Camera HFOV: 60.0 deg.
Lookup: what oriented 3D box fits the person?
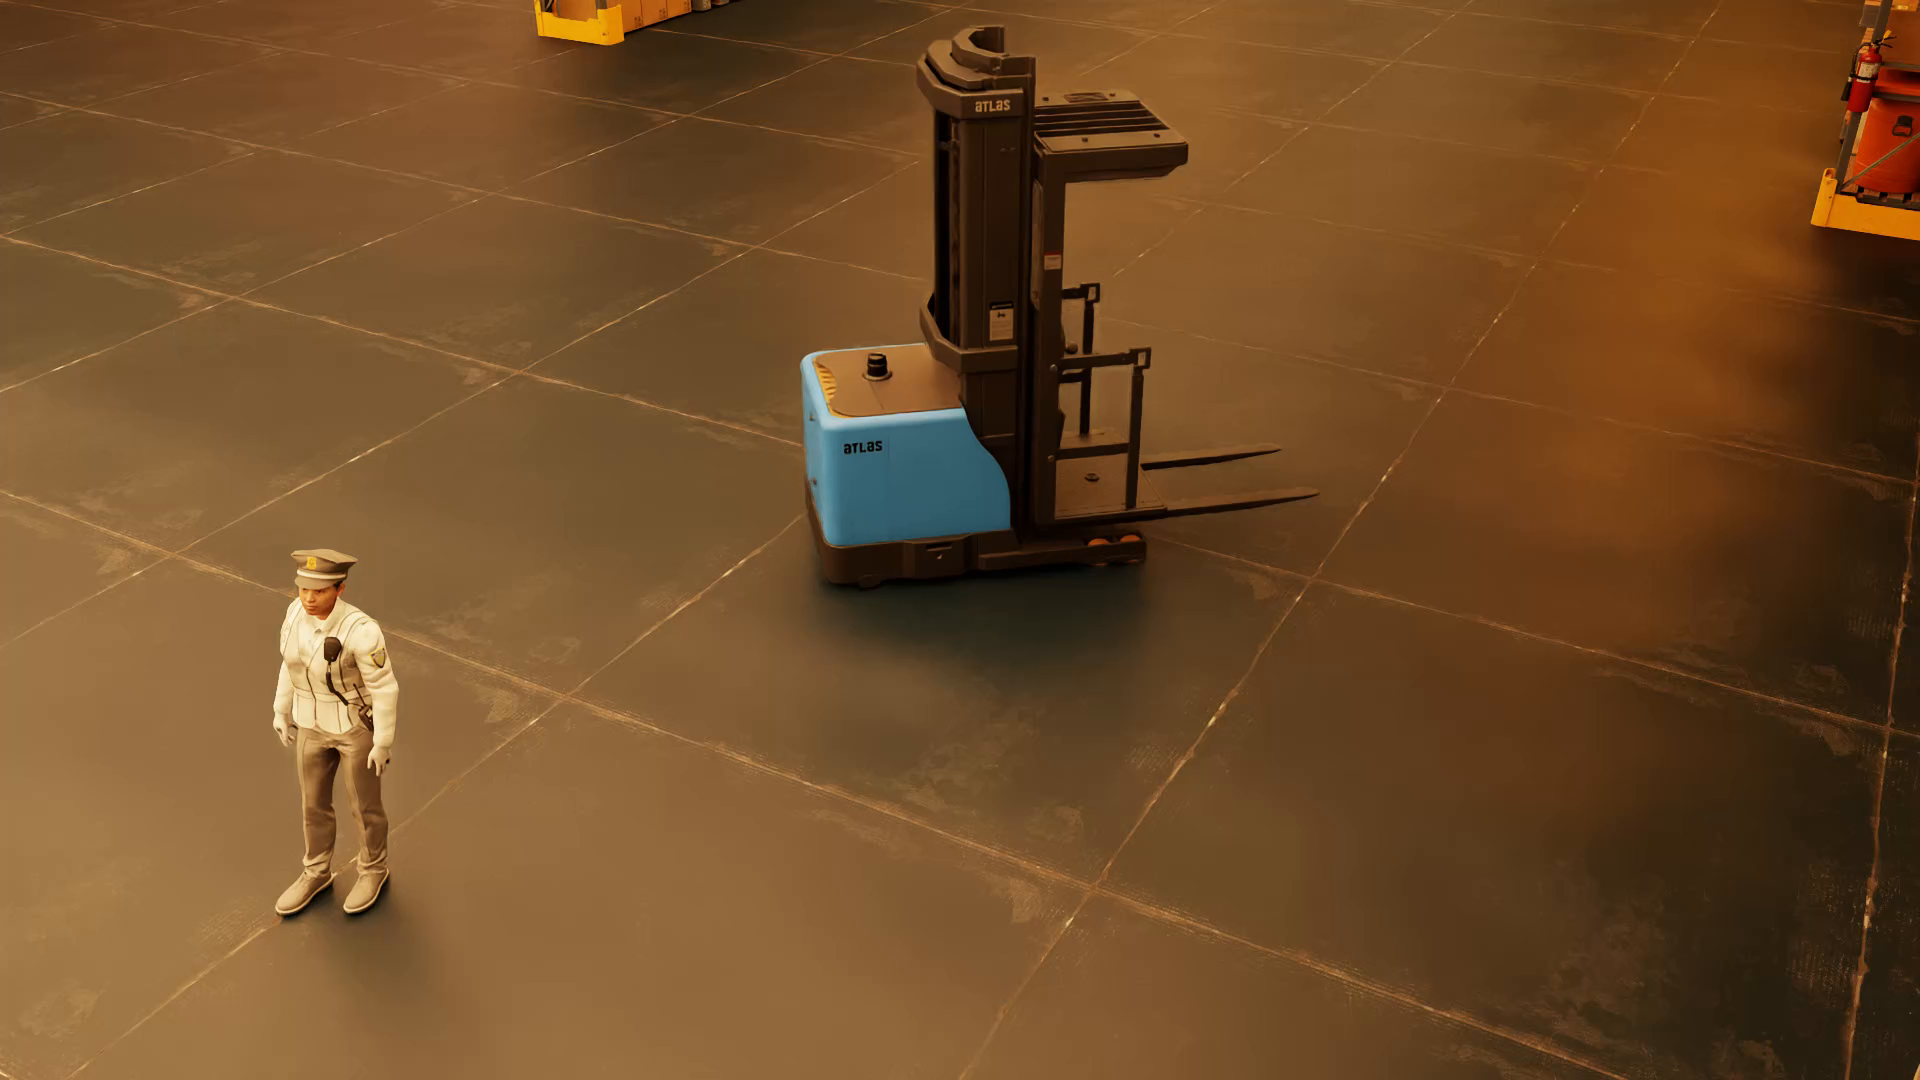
[{"bbox_3d":[-2.618,0.807,6.894,0.586,1.695,0.533,10,32,17],"label":"person"}]

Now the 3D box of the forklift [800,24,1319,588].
[{"bbox_3d":[0.623,-1.362,9.430,3.031,2.935,1.130,-6,31,-10],"label":"forklift"}]
